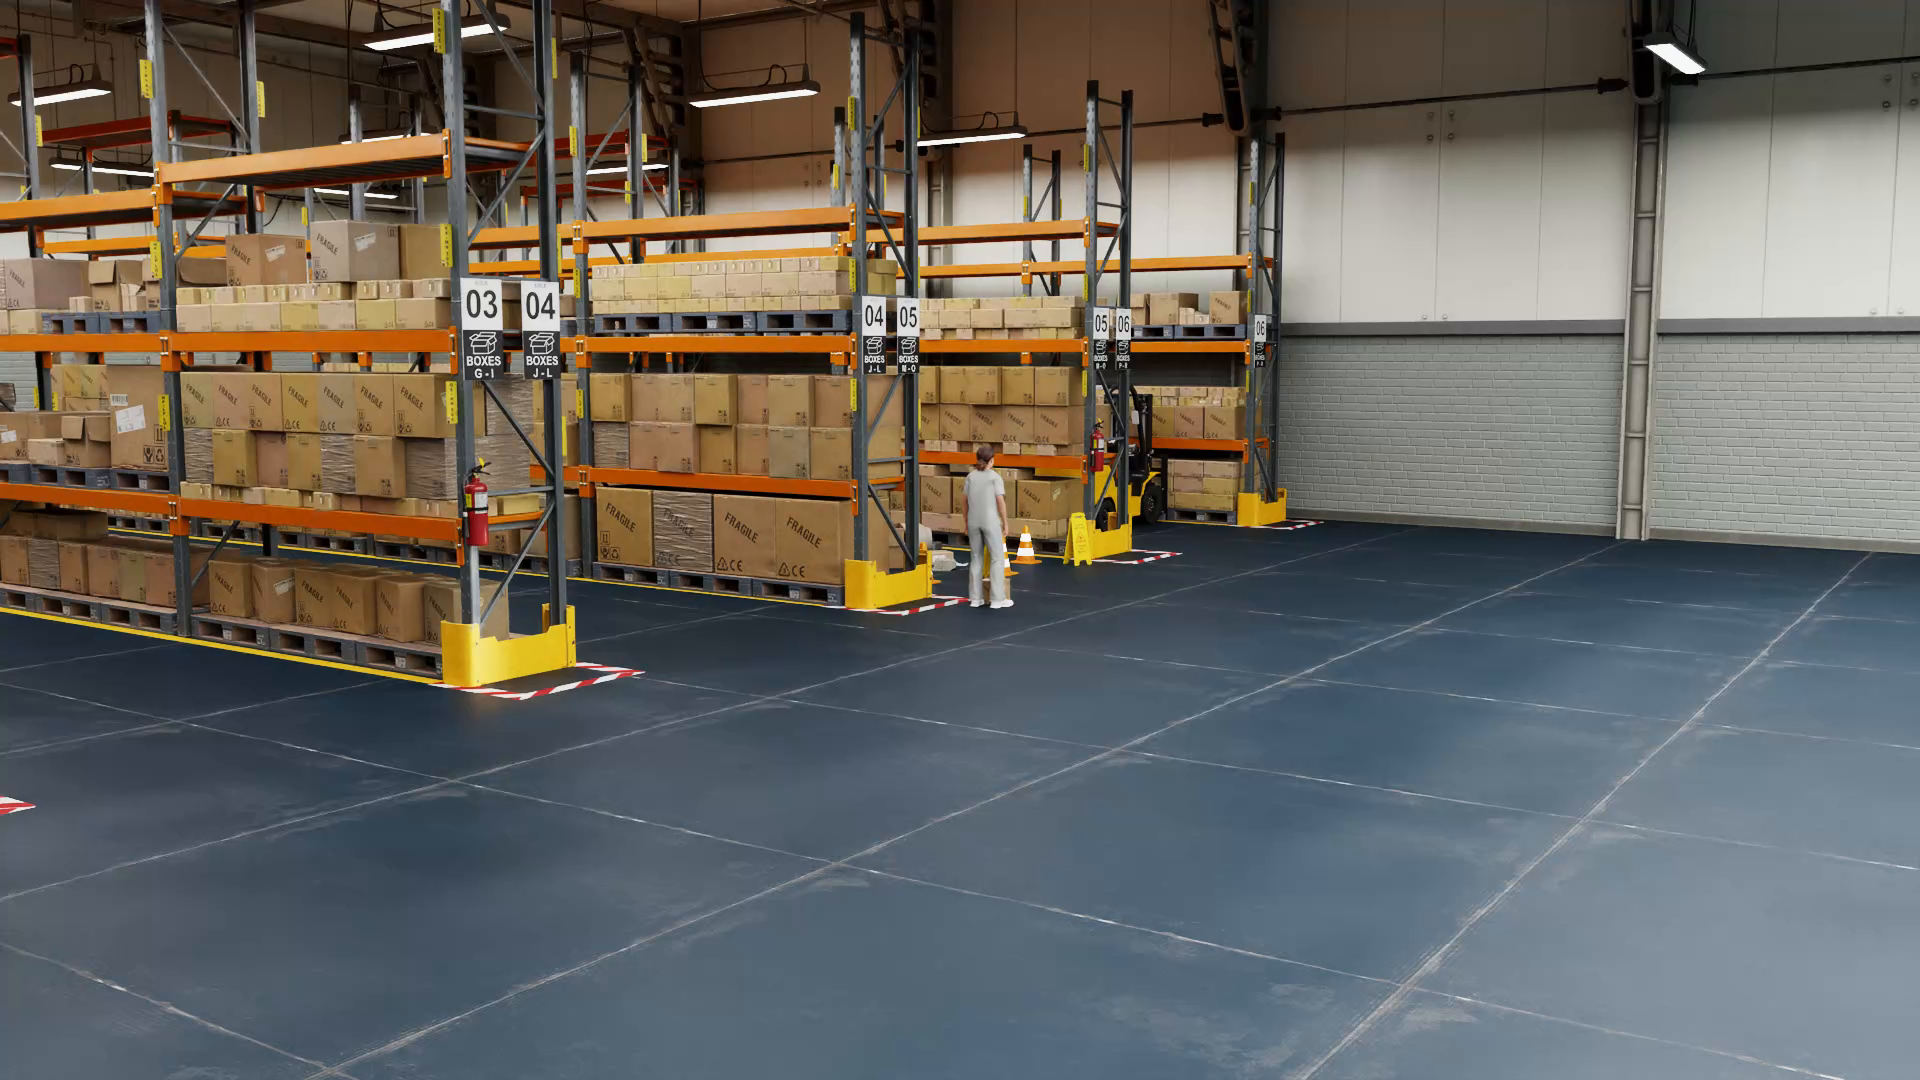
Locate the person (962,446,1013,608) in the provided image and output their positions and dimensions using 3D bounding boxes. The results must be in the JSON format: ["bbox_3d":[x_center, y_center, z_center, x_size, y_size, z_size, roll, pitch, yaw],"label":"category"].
[{"bbox_3d":[0.267,-0.140,17.217,0.512,1.673,0.353,3,7,27],"label":"person"}]
